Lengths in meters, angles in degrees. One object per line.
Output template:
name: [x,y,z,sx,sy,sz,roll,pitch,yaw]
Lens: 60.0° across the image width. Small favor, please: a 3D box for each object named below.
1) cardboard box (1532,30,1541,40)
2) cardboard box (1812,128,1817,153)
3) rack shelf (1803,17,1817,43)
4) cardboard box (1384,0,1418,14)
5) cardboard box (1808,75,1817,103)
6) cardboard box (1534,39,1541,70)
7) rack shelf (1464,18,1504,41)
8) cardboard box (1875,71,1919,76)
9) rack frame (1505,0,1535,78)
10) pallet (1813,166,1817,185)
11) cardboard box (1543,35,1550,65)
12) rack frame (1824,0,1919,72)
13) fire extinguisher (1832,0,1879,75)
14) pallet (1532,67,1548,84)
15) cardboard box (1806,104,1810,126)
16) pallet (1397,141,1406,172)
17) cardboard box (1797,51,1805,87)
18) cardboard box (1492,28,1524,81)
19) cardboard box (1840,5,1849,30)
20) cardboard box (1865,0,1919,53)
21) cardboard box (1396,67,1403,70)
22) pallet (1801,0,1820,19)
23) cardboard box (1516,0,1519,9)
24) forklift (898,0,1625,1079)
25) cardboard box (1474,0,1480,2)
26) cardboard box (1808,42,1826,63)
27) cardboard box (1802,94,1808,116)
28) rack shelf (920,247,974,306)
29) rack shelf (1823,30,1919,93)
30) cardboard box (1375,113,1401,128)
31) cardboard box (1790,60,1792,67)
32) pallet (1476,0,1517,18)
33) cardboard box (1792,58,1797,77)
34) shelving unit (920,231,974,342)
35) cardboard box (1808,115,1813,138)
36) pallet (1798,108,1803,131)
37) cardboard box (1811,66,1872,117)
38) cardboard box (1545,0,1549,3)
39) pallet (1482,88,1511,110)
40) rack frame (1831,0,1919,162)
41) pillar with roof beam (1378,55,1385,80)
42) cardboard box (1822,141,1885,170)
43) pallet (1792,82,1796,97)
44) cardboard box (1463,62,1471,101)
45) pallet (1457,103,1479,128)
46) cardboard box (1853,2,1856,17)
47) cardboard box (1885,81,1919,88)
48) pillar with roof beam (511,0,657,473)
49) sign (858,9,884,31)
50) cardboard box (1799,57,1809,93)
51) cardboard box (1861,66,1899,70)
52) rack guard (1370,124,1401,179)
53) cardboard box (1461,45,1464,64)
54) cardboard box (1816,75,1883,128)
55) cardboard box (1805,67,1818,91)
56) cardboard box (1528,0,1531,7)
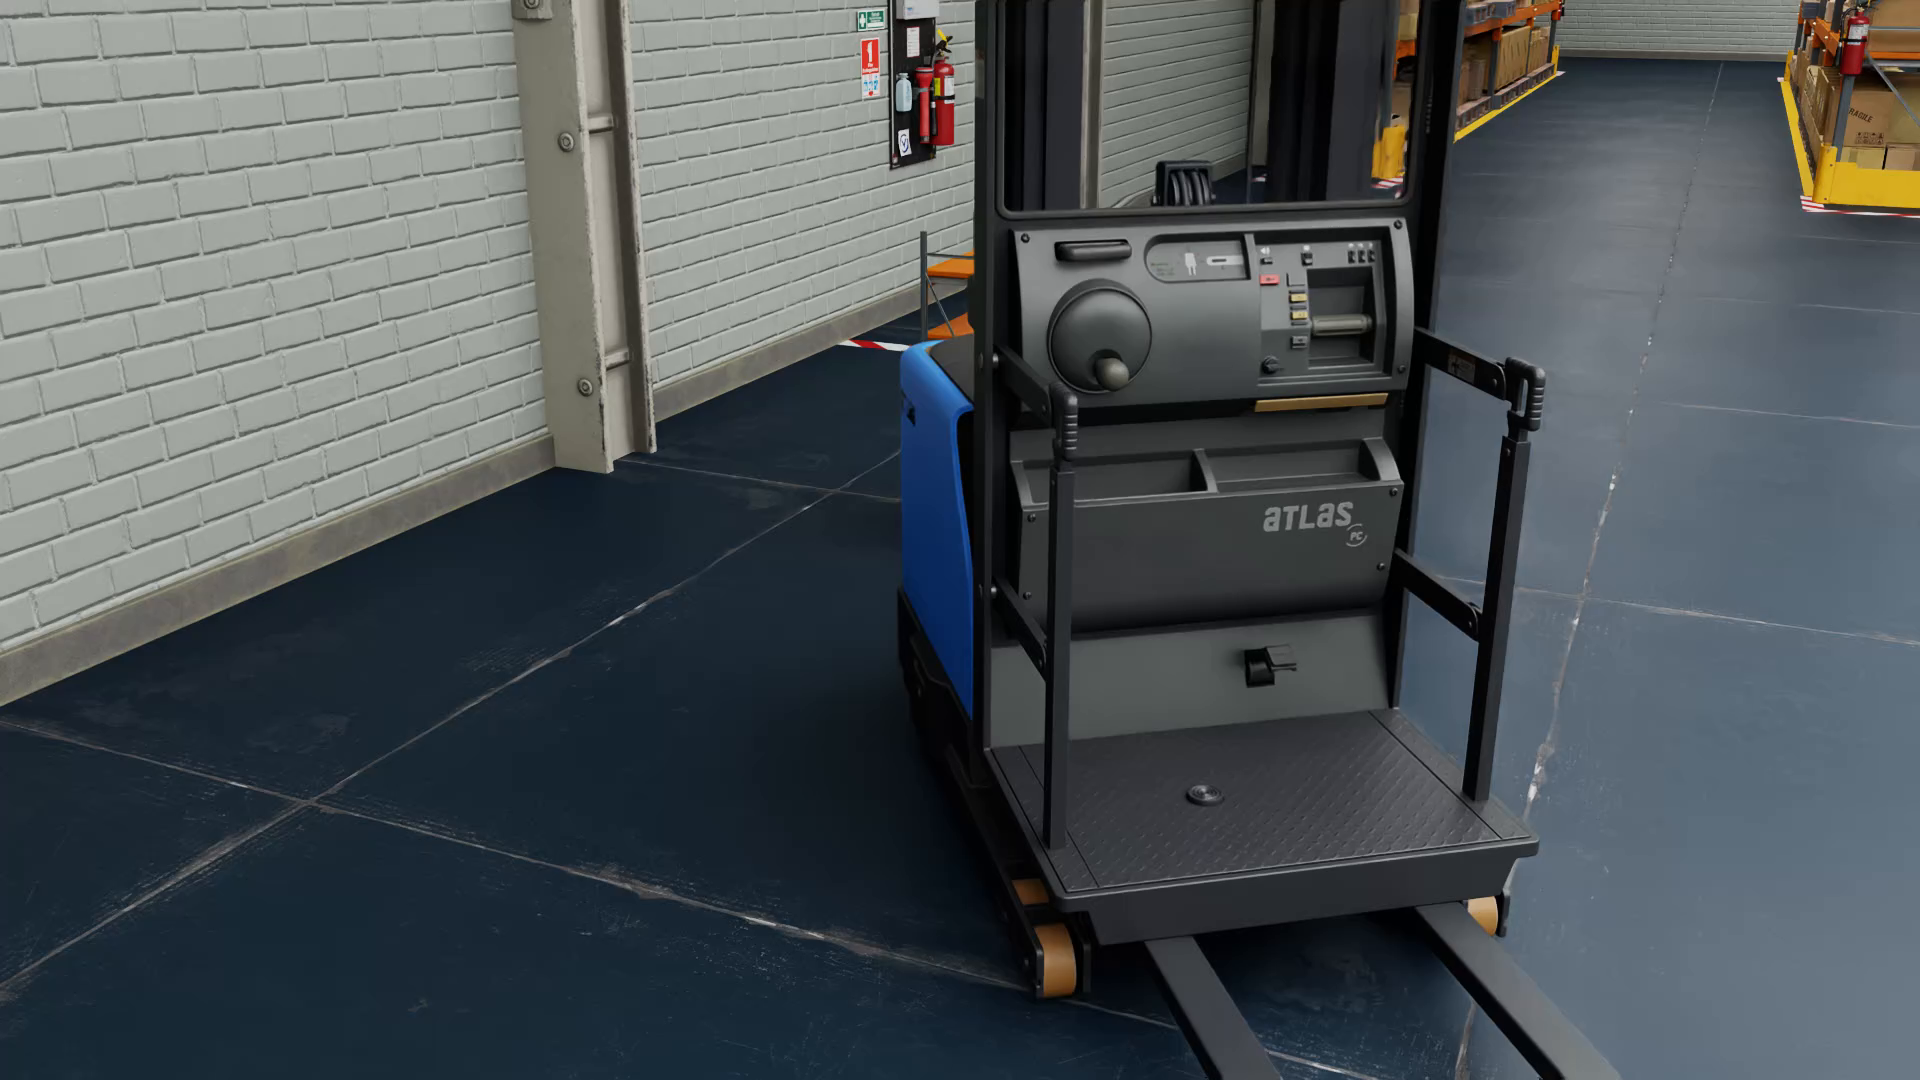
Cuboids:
cardboard box: [9.643,-8.569,28.224,0.380,0.149,0.250,8,21,21]
cardboard box: [8.883,-4.010,16.744,0.500,0.250,0.500,9,21,23]
rack shelf: [12.425,-7.161,23.201,1.077,0.370,4.000,9,21,23]
cardboard box: [4.278,-5.518,16.583,0.500,0.500,0.500,9,21,23]
cardboard box: [10.286,-5.307,19.556,0.500,0.311,0.500,8,21,23]
cardboard box: [9.543,-8.334,28.530,0.700,0.500,0.500,9,22,24]
rack shelf: [6.266,-6.617,21.671,1.077,0.370,4.000,9,21,23]
cardboard box: [9.762,-4.598,17.280,0.500,0.500,0.500,9,21,23]
rack frame: [8.723,-8.790,26.708,1.000,3.000,0.127,9,21,23]
pallet: [8.605,-3.369,15.626,1.003,0.211,1.213,9,21,23]
cardboard box: [10.165,-8.805,29.854,0.700,0.500,0.500,9,21,23]
rack frame: [9.968,-5.666,17.923,1.000,3.000,0.127,9,21,23]
fire extinguisher: [7.857,-4.434,14.575,0.296,0.674,0.183,9,21,23]
pallet: [9.604,-8.072,28.851,1.003,0.211,1.213,9,21,23]
cardboard box: [10.082,-4.889,19.216,0.500,0.250,0.500,8,21,22]
pallet: [4.205,-4.074,17.610,1.003,0.211,1.213,9,21,23]
cardboard box: [12.823,-7.026,24.823,0.500,0.500,0.500,8,21,20]
cardboard box: [8.214,-7.486,25.624,0.750,0.750,0.750,9,22,24]
cardboard box: [10.160,-5.896,18.772,0.396,0.266,0.258,8,21,21]
cardboard box: [8.532,-4.631,14.864,0.700,0.500,0.500,9,21,23]
cardboard box: [5.899,-5.766,21.279,0.700,0.500,0.500,8,21,22]
pallet: [11.819,-7.015,22.003,1.213,0.211,1.003,9,21,23]
cardboard box: [8.282,-8.156,25.272,0.380,0.149,0.250,8,21,21]
forklift: [0.626,-0.513,3.538,1.130,2.935,3.031,-4,20,-12]
cardboard box: [6.411,-7.292,21.692,0.700,0.500,0.500,9,21,23]
cardboard box: [11.794,-6.607,22.525,0.500,0.250,0.500,9,22,25]
cardboard box: [10.711,-5.357,20.533,0.500,0.250,0.500,8,21,21]
rack shelf: [0.068,-0.986,6.278,0.258,0.148,0.480,9,21,23]
rack shelf: [9.149,-4.715,16.325,1.077,0.370,4.000,9,21,23]
cardboard box: [4.408,-4.435,17.820,0.500,0.311,0.500,11,22,27]
cardboard box: [14.294,-8.049,28.197,0.380,0.166,0.250,9,21,23]
pallet: [6.890,-7.244,22.648,1.213,0.211,1.003,9,21,23]
cardboard box: [13.525,-7.494,26.420,0.500,0.311,0.500,9,21,23]
shelving unit: [0.068,-0.616,6.410,0.258,1.200,0.503,9,21,23]
cardboard box: [9.501,-4.468,18.032,0.500,0.250,0.500,9,21,23]
pallet: [11.233,-5.328,21.136,1.003,0.211,1.213,9,21,23]
cardboard box: [9.492,-4.822,17.910,0.500,0.500,0.500,9,21,23]
cardboard box: [9.553,-9.541,28.372,0.980,0.700,0.700,7,21,20]
pallet: [7.476,-6.484,24.385,1.003,0.211,1.213,9,21,23]
rack frame: [8.330,-4.443,14.485,1.000,3.000,0.127,9,21,23]
pillar with roof beam: [9.691,-9.524,19.820,9.100,9.000,0.400,9,21,23]
cardboard box: [8.280,-3.550,15.450,0.500,0.250,0.500,9,21,23]
pallet: [13.526,-7.007,25.857,1.003,0.211,1.213,9,21,23]
cardboard box: [6.520,-6.228,22.578,0.700,0.500,0.500,9,21,23]
pallet: [6.262,-5.643,22.021,1.003,0.211,1.213,9,21,23]
cardboard box: [9.582,-5.414,17.067,0.700,0.500,0.500,8,21,22]
cardboard box: [9.148,-4.140,15.990,0.500,0.500,0.500,9,21,23]
pillar with roof beam: [2.320,-4.022,4.347,9.100,9.000,0.400,9,21,23]
sign: [-0.508,-2.982,9.532,0.001,0.109,0.331,9,21,23]
cardboard box: [12.196,-6.555,23.499,0.500,0.500,0.500,8,21,21]
cardboard box: [11.616,-5.861,21.113,0.500,0.311,0.500,9,22,24]
rack guard: [3.840,-3.967,16.877,1.175,0.500,0.348,9,21,23]
cardboard box: [6.341,-6.399,21.940,0.500,0.250,0.500,8,21,22]
cardboard box: [8.880,-4.364,16.620,0.500,0.500,0.500,9,21,23]
cardboard box: [10.916,-5.773,20.866,0.500,0.311,0.500,8,21,21]
cardboard box: [8.761,-8.458,26.121,0.380,0.149,0.250,9,21,24]
